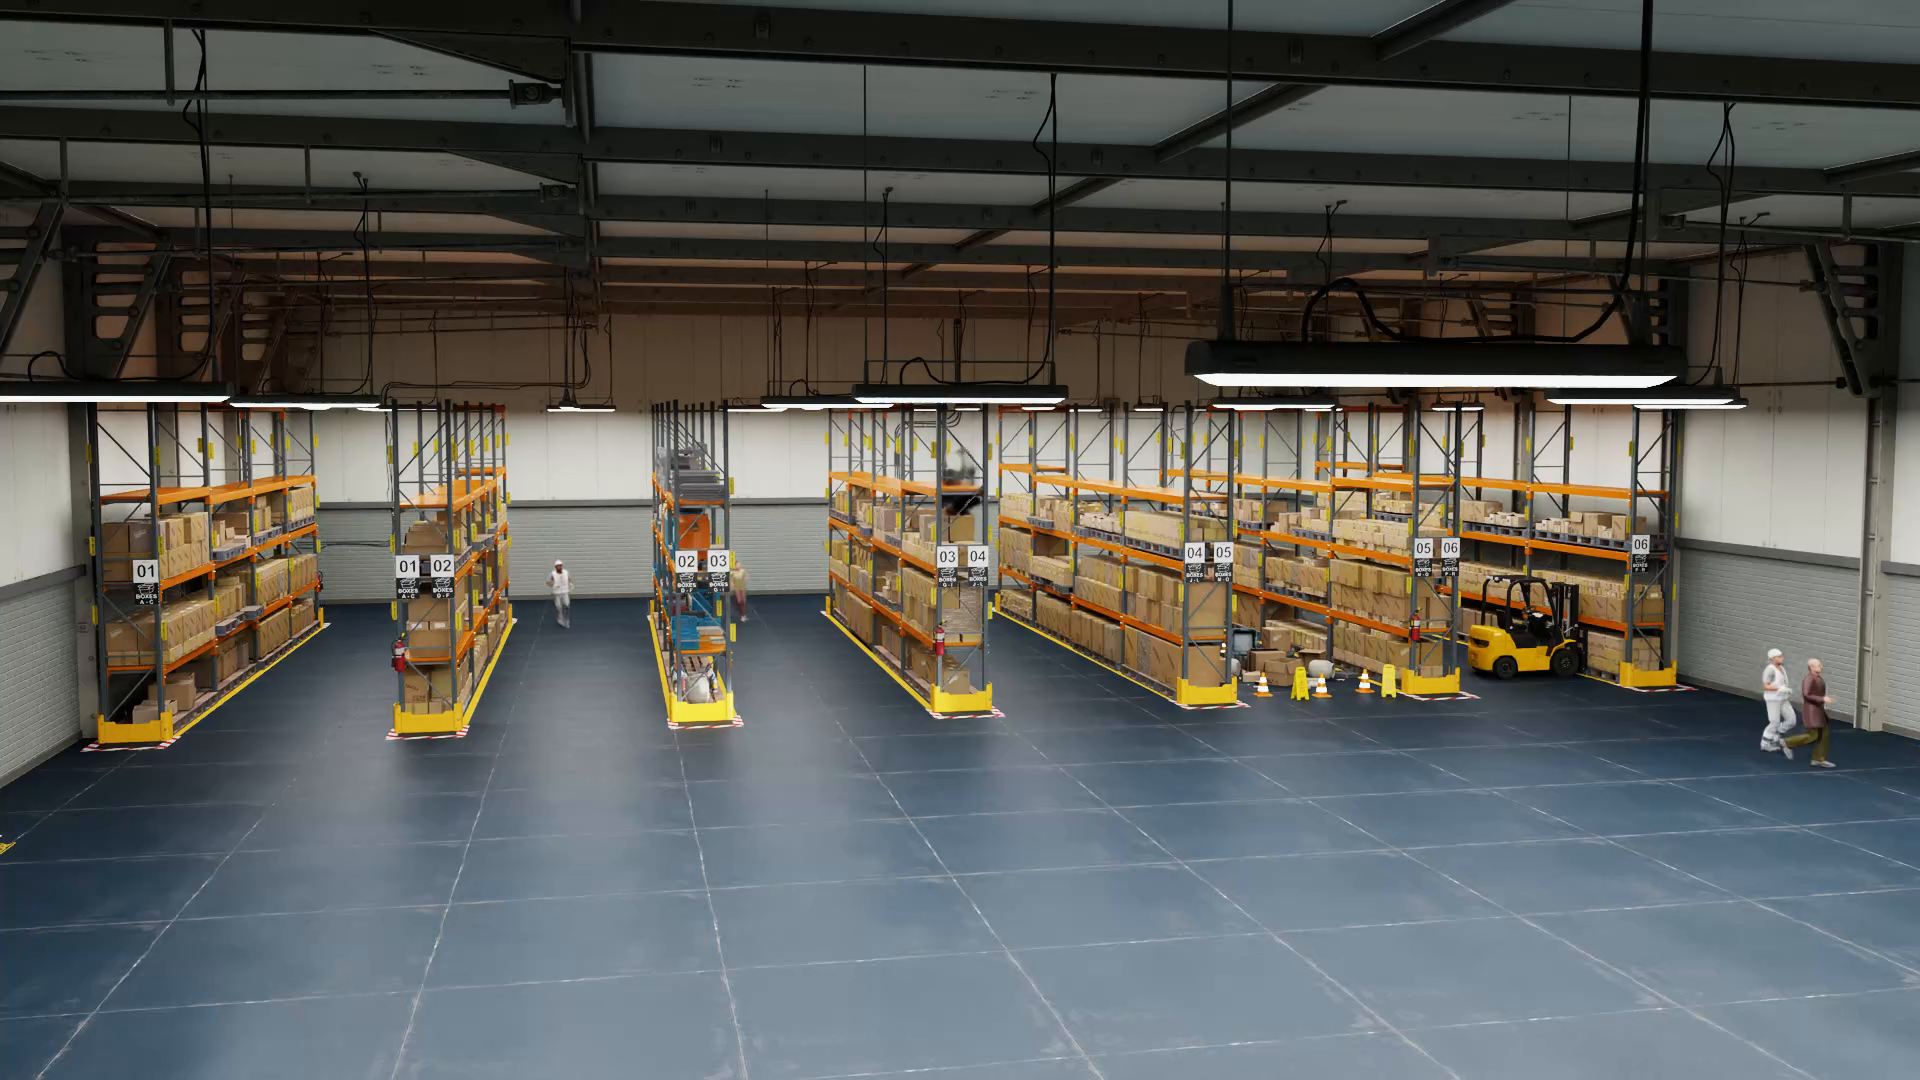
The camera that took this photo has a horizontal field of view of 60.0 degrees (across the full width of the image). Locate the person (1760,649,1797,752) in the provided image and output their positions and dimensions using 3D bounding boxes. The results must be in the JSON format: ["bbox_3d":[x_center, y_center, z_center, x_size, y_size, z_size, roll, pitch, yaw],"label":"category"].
[{"bbox_3d":[13.842,2.720,28.054,0.633,1.759,0.604,-3,5,-32],"label":"person"}]

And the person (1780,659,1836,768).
[{"bbox_3d":[13.846,2.802,27.084,0.833,1.746,0.718,4,6,40],"label":"person"}]

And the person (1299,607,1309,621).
[{"bbox_3d":[9.145,1.523,44.125,0.641,1.834,0.727,-1,4,-15],"label":"person"}]

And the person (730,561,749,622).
[{"bbox_3d":[-6.137,1.423,46.191,0.579,1.718,0.706,-2,5,-23],"label":"person"}]

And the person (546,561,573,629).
[{"bbox_3d":[-10.765,1.478,44.699,0.719,1.857,0.723,-2,5,-27],"label":"person"}]
